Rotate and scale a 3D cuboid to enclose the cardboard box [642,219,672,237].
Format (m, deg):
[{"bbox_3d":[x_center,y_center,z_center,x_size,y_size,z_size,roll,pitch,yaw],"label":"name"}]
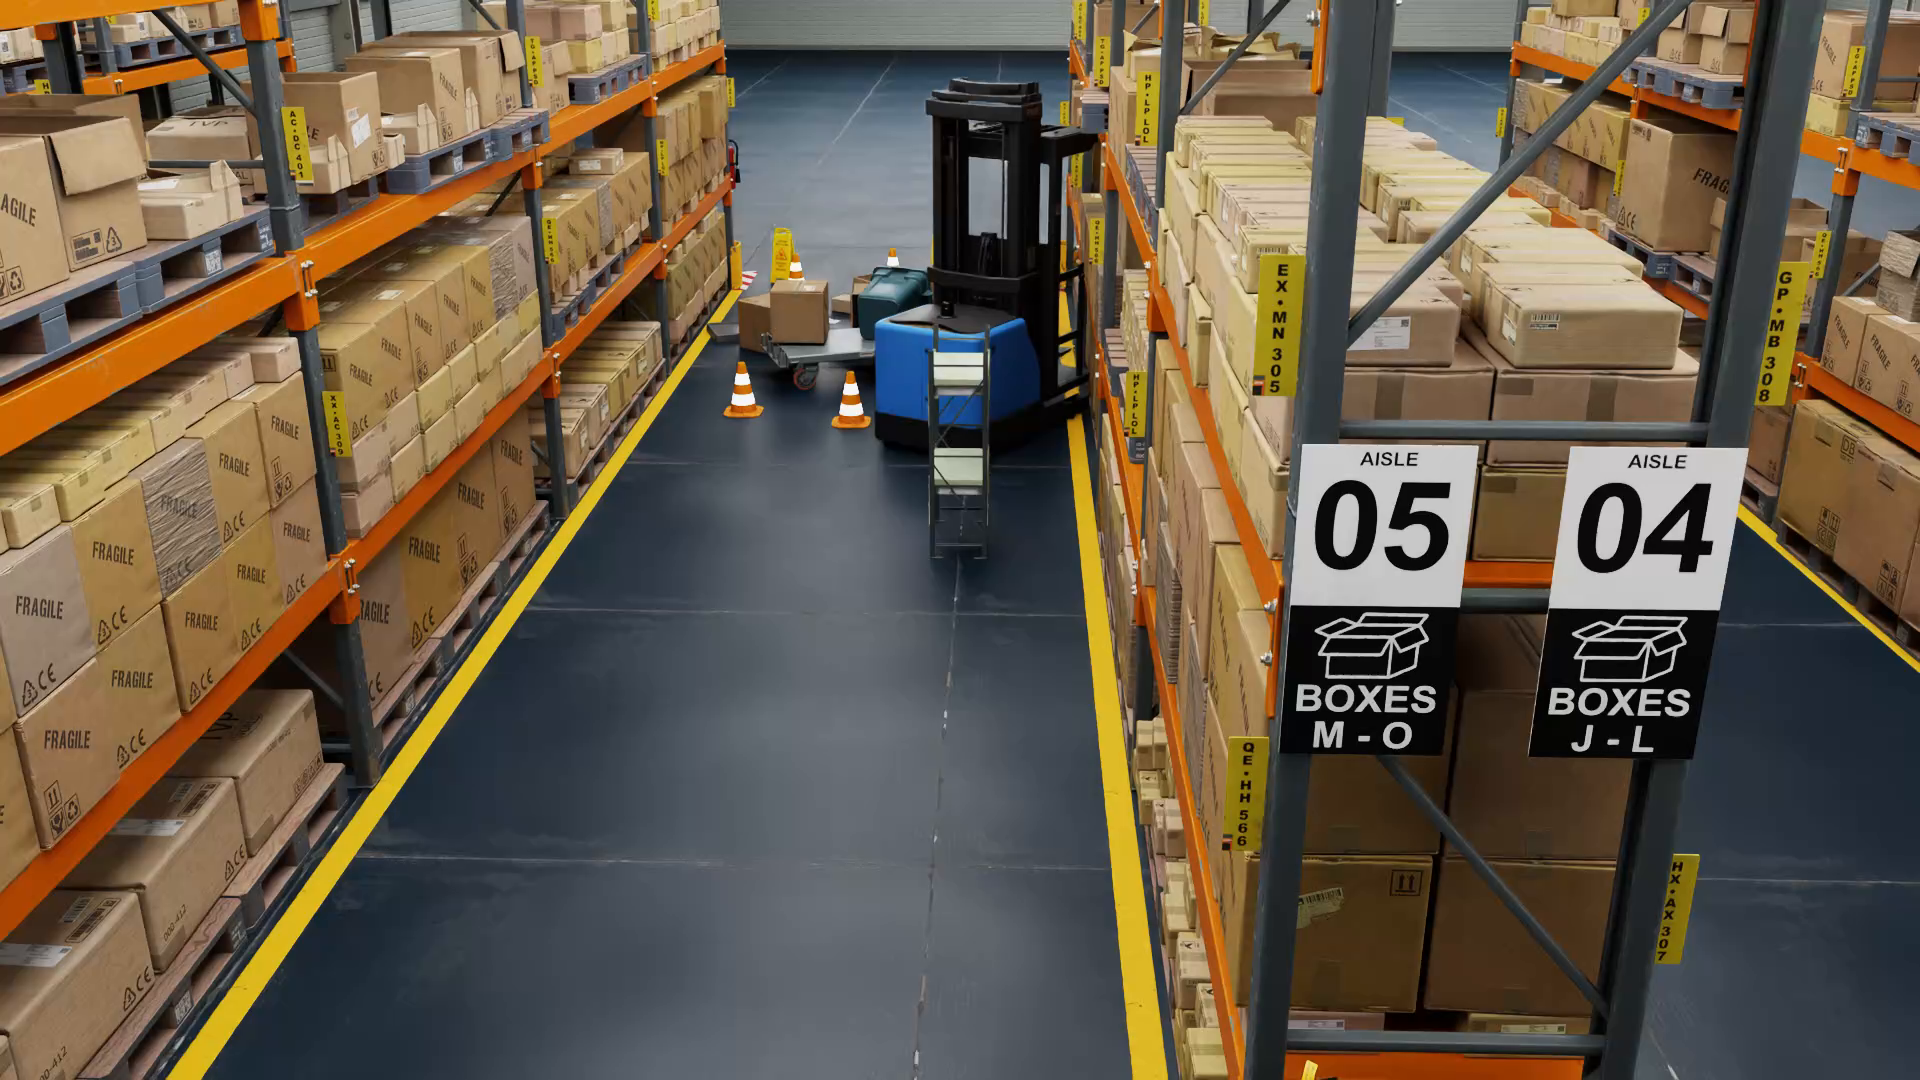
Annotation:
[{"bbox_3d":[-2.983,-3.008,15.981,0.380,0.149,0.250,1,21,1],"label":"cardboard box"}]

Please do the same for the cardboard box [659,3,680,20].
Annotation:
[{"bbox_3d":[-2.992,-5.249,16.509,0.380,0.149,0.250,0,21,1],"label":"cardboard box"}]

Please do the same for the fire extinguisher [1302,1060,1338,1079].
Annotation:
[{"bbox_3d":[0.804,1.638,4.282,0.296,0.674,0.183,1,21,2],"label":"fire extinguisher"}]

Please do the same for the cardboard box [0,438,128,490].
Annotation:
[{"bbox_3d":[-3.342,-0.271,6.165,0.380,0.149,0.250,1,21,2],"label":"cardboard box"}]

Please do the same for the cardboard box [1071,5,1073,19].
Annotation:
[{"bbox_3d":[1.429,-5.846,18.430,0.380,0.149,0.250,1,21,2],"label":"cardboard box"}]

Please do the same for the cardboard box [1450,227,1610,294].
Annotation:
[{"bbox_3d":[1.626,-0.797,4.754,0.380,0.149,0.250,1,21,2],"label":"cardboard box"}]

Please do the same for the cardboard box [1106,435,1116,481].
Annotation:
[{"bbox_3d":[1.238,-0.500,11.009,0.500,0.250,0.500,0,21,1],"label":"cardboard box"}]

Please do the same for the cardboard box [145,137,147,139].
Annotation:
[{"bbox_3d":[-7.941,-3.947,16.609,0.380,0.149,0.250,1,21,3],"label":"cardboard box"}]

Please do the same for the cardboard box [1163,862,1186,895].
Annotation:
[{"bbox_3d":[1.060,1.487,7.000,0.380,0.149,0.250,0,21,1],"label":"cardboard box"}]

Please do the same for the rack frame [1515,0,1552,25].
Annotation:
[{"bbox_3d":[6.714,-7.148,18.012,1.000,3.000,0.127,1,21,2],"label":"rack frame"}]

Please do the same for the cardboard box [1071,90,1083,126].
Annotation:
[{"bbox_3d":[1.632,-4.481,17.732,0.875,0.550,0.550,1,21,2],"label":"cardboard box"}]

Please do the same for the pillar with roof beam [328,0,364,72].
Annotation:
[{"bbox_3d":[-4.589,-9.191,23.276,9.100,9.000,0.400,1,21,2],"label":"pillar with roof beam"}]

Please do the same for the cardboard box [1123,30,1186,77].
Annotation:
[{"bbox_3d":[1.213,-3.022,10.328,0.396,0.266,0.258,1,21,2],"label":"cardboard box"}]

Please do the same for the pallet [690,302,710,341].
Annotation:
[{"bbox_3d":[-3.293,-2.400,17.922,1.003,0.211,1.213,1,21,2],"label":"pallet"}]

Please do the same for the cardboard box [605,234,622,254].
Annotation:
[{"bbox_3d":[-3.098,-2.535,14.183,0.380,0.149,0.250,1,21,2],"label":"cardboard box"}]

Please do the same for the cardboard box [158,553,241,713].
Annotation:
[{"bbox_3d":[-3.326,0.370,6.790,0.500,0.500,0.500,0,21,1],"label":"cardboard box"}]

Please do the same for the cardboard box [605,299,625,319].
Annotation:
[{"bbox_3d":[-3.563,-2.495,16.495,0.500,0.500,0.500,0,21,1],"label":"cardboard box"}]

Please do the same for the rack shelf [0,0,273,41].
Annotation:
[{"bbox_3d":[-3.617,-1.674,5.450,1.077,0.370,4.000,1,21,2],"label":"rack shelf"}]

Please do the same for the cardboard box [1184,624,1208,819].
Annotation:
[{"bbox_3d":[1.056,0.622,5.729,0.500,0.500,0.500,1,21,2],"label":"cardboard box"}]

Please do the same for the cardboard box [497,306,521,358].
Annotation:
[{"bbox_3d":[-3.207,-1.368,10.924,0.500,0.250,0.500,0,21,0],"label":"cardboard box"}]

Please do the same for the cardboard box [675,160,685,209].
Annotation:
[{"bbox_3d":[-3.029,-3.537,16.449,0.500,0.500,0.500,1,21,1],"label":"cardboard box"}]

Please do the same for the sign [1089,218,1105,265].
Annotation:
[{"bbox_3d":[0.961,-2.095,11.680,0.100,0.325,0.005,1,21,2],"label":"sign"}]

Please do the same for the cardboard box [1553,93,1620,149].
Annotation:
[{"bbox_3d":[6.380,-4.265,16.942,0.500,0.500,0.500,1,21,2],"label":"cardboard box"}]

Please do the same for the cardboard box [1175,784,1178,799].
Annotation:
[{"bbox_3d":[1.166,1.160,7.431,0.380,0.149,0.250,0,21,0],"label":"cardboard box"}]

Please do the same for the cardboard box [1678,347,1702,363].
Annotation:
[{"bbox_3d":[6.502,-1.349,14.205,0.700,0.500,0.500,-1,21,-3],"label":"cardboard box"}]

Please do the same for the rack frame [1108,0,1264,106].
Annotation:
[{"bbox_3d":[1.516,-4.347,10.792,1.000,3.000,0.127,1,21,2],"label":"rack frame"}]

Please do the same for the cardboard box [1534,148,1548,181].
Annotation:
[{"bbox_3d":[6.775,-4.156,18.044,0.875,0.500,0.500,1,21,2],"label":"cardboard box"}]

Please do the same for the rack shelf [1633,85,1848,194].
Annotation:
[{"bbox_3d":[6.532,-3.245,13.094,1.077,0.370,4.000,1,21,2],"label":"rack shelf"}]

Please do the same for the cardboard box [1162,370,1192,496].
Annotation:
[{"bbox_3d":[1.137,-0.407,7.000,0.500,0.500,0.500,0,21,0],"label":"cardboard box"}]

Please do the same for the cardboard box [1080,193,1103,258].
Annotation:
[{"bbox_3d":[1.353,-2.856,15.104,0.500,0.500,0.500,1,21,2],"label":"cardboard box"}]

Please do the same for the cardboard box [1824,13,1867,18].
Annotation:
[{"bbox_3d":[6.240,-3.498,11.921,0.500,0.500,0.500,1,21,1],"label":"cardboard box"}]

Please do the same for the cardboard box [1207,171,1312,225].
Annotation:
[{"bbox_3d":[1.061,-1.179,5.740,0.380,0.149,0.250,0,21,0],"label":"cardboard box"}]

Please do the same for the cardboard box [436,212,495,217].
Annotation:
[{"bbox_3d":[-3.699,-2.116,12.207,0.500,0.500,0.500,0,21,0],"label":"cardboard box"}]

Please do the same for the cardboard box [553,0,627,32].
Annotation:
[{"bbox_3d":[-3.203,-4.561,14.425,0.500,0.250,0.500,1,21,3],"label":"cardboard box"}]

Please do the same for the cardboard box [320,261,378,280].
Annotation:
[{"bbox_3d":[-3.749,-1.356,9.857,0.500,0.500,0.500,1,21,2],"label":"cardboard box"}]

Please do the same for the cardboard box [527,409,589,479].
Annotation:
[{"bbox_3d":[-3.407,-0.743,12.849,0.950,0.372,0.625,-1,21,-2],"label":"cardboard box"}]

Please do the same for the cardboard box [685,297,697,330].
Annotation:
[{"bbox_3d":[-3.020,-2.332,17.112,0.500,0.250,0.500,2,21,5],"label":"cardboard box"}]

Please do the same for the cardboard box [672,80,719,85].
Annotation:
[{"bbox_3d":[-3.011,-4.742,18.172,0.700,0.500,0.500,1,21,2],"label":"cardboard box"}]

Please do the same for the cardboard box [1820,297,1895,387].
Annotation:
[{"bbox_3d":[6.184,-1.333,11.179,0.500,0.500,0.500,1,21,3],"label":"cardboard box"}]

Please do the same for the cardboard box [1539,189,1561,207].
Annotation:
[{"bbox_3d":[6.325,-3.593,17.489,0.380,0.149,0.250,1,21,2],"label":"cardboard box"}]

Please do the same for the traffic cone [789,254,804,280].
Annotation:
[{"bbox_3d":[-1.915,-3.108,19.400,0.336,0.463,0.334,1,21,2],"label":"traffic cone"}]

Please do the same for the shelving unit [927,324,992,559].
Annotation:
[{"bbox_3d":[0.000,-0.702,11.764,0.431,1.500,0.755,1,21,2],"label":"shelving unit"}]

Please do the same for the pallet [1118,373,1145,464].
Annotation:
[{"bbox_3d":[1.497,-0.744,10.066,1.003,0.211,1.213,1,21,2],"label":"pallet"}]

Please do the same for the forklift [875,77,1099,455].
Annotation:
[{"bbox_3d":[0.504,-2.521,14.474,1.130,2.935,3.031,13,25,30],"label":"forklift"}]

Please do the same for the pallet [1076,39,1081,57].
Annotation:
[{"bbox_3d":[1.713,-5.089,16.974,1.003,0.211,1.213,1,21,2],"label":"pallet"}]

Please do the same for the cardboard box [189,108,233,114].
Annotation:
[{"bbox_3d":[-8.447,-4.787,18.773,0.380,0.149,0.250,1,21,3],"label":"cardboard box"}]

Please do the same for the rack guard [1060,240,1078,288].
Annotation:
[{"bbox_3d":[1.760,-3.286,19.807,1.175,0.500,0.348,1,21,2],"label":"rack guard"}]

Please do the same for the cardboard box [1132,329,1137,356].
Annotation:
[{"bbox_3d":[1.274,-1.219,10.379,0.380,0.149,0.250,1,21,2],"label":"cardboard box"}]

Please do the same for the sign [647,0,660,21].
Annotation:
[{"bbox_3d":[-2.758,-4.833,14.931,0.100,0.325,0.005,1,21,2],"label":"sign"}]

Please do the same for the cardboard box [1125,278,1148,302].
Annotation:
[{"bbox_3d":[1.303,-1.644,11.063,0.380,0.149,0.250,0,21,0],"label":"cardboard box"}]

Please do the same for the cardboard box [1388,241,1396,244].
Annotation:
[{"bbox_3d":[1.602,-0.929,5.646,0.500,0.250,0.500,0,21,0],"label":"cardboard box"}]

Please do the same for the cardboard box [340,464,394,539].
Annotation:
[{"bbox_3d":[-3.279,-0.208,8.626,0.500,0.250,0.500,0,21,0],"label":"cardboard box"}]

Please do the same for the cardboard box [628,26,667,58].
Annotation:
[{"bbox_3d":[-3.026,-4.638,15.484,0.500,0.250,0.500,0,21,0],"label":"cardboard box"}]

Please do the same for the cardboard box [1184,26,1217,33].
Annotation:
[{"bbox_3d":[1.805,-3.959,13.344,0.500,0.311,0.500,0,21,0],"label":"cardboard box"}]

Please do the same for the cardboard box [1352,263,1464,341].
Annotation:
[{"bbox_3d":[1.073,-0.617,4.290,0.380,0.149,0.250,1,21,2],"label":"cardboard box"}]

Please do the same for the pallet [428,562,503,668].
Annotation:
[{"bbox_3d":[-3.574,0.456,10.561,1.003,0.211,1.213,1,21,2],"label":"pallet"}]
